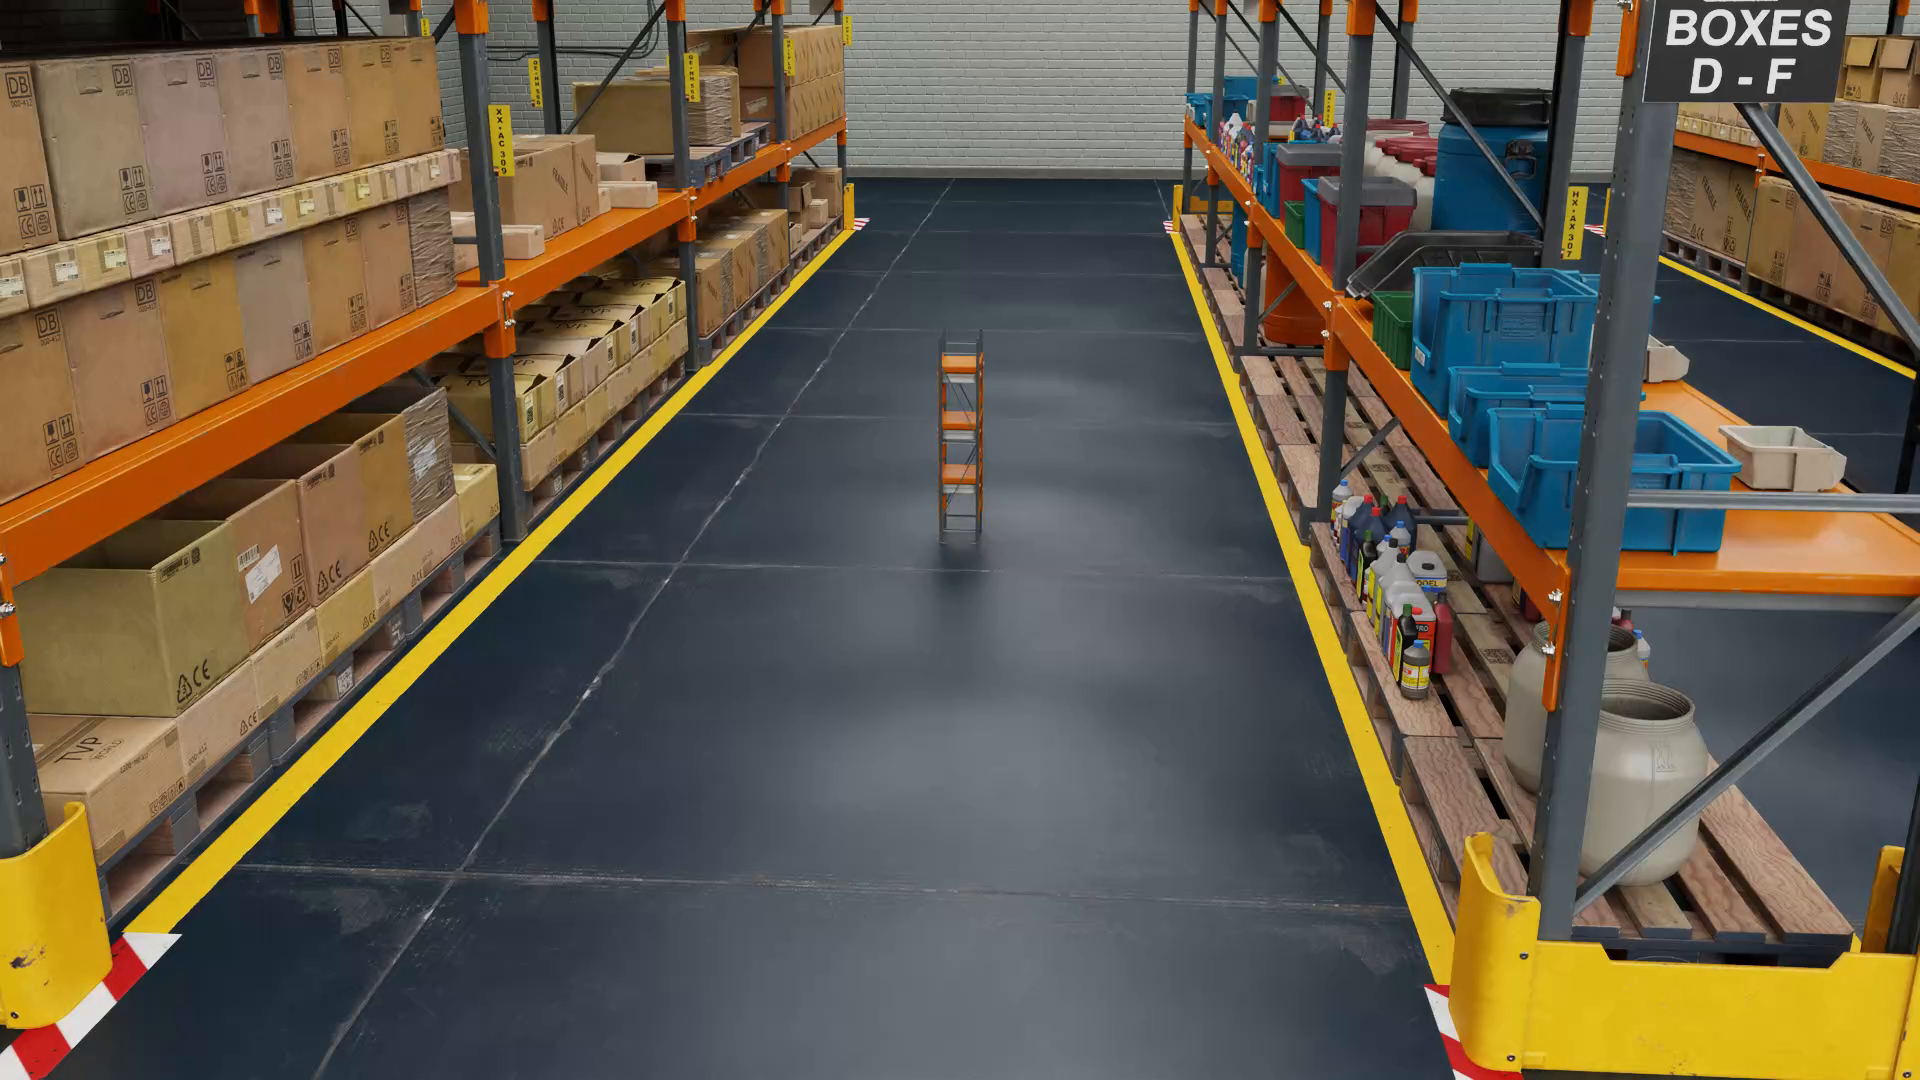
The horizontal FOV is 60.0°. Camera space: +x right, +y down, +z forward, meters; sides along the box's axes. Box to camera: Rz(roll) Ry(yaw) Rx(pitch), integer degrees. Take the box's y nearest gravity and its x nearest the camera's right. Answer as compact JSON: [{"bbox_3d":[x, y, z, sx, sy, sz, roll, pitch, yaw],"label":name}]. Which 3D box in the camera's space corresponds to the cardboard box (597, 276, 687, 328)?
[{"bbox_3d":[-2.209,-1.669,11.539,0.500,0.311,0.500,2,18,5],"label":"cardboard box"}]

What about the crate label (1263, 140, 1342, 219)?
[{"bbox_3d":[2.182,-2.280,10.507,0.502,0.435,0.616,1,18,4],"label":"crate label"}]

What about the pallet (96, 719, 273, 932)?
[{"bbox_3d":[-2.978,0.894,5.356,1.003,0.211,1.213,1,18,4],"label":"pallet"}]

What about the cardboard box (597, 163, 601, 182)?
[{"bbox_3d":[-2.674,-2.362,10.956,0.500,0.311,0.500,1,18,3],"label":"cardboard box"}]

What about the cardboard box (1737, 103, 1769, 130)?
[{"bbox_3d":[7.520,-3.911,15.303,0.500,0.250,0.500,1,18,3],"label":"cardboard box"}]

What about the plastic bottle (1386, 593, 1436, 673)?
[{"bbox_3d":[1.689,0.346,6.216,0.152,0.276,0.135,1,18,4],"label":"plastic bottle"}]

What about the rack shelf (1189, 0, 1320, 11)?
[{"bbox_3d":[2.953,-5.513,16.768,1.077,0.370,4.000,1,18,4],"label":"rack shelf"}]

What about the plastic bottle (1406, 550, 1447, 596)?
[{"bbox_3d":[1.870,0.189,6.695,0.152,0.276,0.135,1,18,4],"label":"plastic bottle"}]

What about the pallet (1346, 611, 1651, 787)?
[{"bbox_3d":[2.062,0.589,6.285,1.003,0.211,1.213,1,18,4],"label":"pallet"}]

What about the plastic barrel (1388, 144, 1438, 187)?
[{"bbox_3d":[2.576,-1.908,9.211,0.433,0.535,0.433,0,18,0],"label":"plastic barrel"}]

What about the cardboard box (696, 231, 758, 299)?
[{"bbox_3d":[-1.994,-2.314,13.976,0.500,0.500,0.500,1,18,2],"label":"cardboard box"}]

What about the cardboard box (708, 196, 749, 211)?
[{"bbox_3d":[-2.373,-3.124,16.448,0.500,0.500,0.500,1,18,4],"label":"cardboard box"}]

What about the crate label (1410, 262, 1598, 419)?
[{"bbox_3d":[1.812,-0.676,5.611,0.502,0.435,0.616,1,18,4],"label":"crate label"}]

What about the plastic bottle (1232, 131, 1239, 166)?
[{"bbox_3d":[2.271,-3.186,13.537,0.097,0.271,0.097,0,18,0],"label":"plastic bottle"}]

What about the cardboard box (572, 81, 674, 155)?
[{"bbox_3d":[-2.484,-3.123,12.300,0.700,0.500,0.500,-5,19,-15],"label":"cardboard box"}]

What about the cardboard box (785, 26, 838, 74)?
[{"bbox_3d":[-1.637,-5.383,18.269,0.500,0.500,0.500,2,18,5],"label":"cardboard box"}]

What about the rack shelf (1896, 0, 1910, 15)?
[{"bbox_3d":[7.607,-4.160,12.639,1.077,0.370,4.000,1,18,4],"label":"rack shelf"}]

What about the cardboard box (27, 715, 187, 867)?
[{"bbox_3d":[-2.730,0.753,5.050,0.500,0.250,0.500,1,18,4],"label":"cardboard box"}]

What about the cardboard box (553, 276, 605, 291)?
[{"bbox_3d":[-2.748,-1.681,11.576,0.500,0.311,0.500,2,18,6],"label":"cardboard box"}]

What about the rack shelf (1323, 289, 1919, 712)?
[{"bbox_3d":[2.093,-0.360,5.861,1.077,0.370,4.000,1,18,4],"label":"rack shelf"}]

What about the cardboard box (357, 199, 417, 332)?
[{"bbox_3d":[-2.761,-1.181,7.048,0.700,0.500,0.500,1,18,3],"label":"cardboard box"}]

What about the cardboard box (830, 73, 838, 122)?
[{"bbox_3d":[-1.638,-4.903,18.409,0.500,0.500,0.500,1,18,4],"label":"cardboard box"}]

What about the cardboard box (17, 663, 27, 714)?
[{"bbox_3d":[-3.223,0.586,5.560,0.500,0.250,0.500,1,18,4],"label":"cardboard box"}]

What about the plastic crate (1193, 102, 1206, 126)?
[{"bbox_3d":[2.635,-4.428,17.291,0.416,0.233,0.300,1,18,4],"label":"plastic crate"}]

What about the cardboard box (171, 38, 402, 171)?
[{"bbox_3d":[-2.764,-1.804,6.868,0.700,0.500,0.500,1,18,4],"label":"cardboard box"}]

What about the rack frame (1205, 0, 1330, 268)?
[{"bbox_3d":[2.810,-3.808,15.227,1.000,3.000,0.127,1,18,4],"label":"rack frame"}]

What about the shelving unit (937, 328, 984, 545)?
[{"bbox_3d":[0.004,-0.516,8.310,0.215,1.050,0.252,1,18,4],"label":"shelving unit"}]

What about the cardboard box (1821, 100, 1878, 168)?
[{"bbox_3d":[7.396,-3.296,13.504,0.500,0.500,0.500,1,18,3],"label":"cardboard box"}]

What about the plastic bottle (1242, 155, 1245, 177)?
[{"bbox_3d":[2.205,-2.865,12.667,0.097,0.201,0.097,0,18,0],"label":"plastic bottle"}]

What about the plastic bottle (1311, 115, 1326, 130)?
[{"bbox_3d":[3.057,-3.434,14.166,0.144,0.351,0.185,1,18,4],"label":"plastic bottle"}]

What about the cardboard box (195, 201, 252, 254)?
[{"bbox_3d":[-2.657,-1.066,5.656,0.380,0.149,0.250,1,18,3],"label":"cardboard box"}]

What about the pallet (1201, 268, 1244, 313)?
[{"bbox_3d":[2.713,-2.244,14.933,1.003,0.211,1.213,1,18,4],"label":"pallet"}]

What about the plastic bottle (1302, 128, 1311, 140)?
[{"bbox_3d":[2.906,-3.302,13.891,0.097,0.271,0.097,0,18,0],"label":"plastic bottle"}]

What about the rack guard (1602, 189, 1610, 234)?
[{"bbox_3d":[8.039,-3.759,19.093,1.175,0.500,0.348,1,18,4],"label":"rack guard"}]

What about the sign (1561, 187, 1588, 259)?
[{"bbox_3d":[2.784,-1.439,7.553,0.100,0.325,0.005,1,18,4],"label":"sign"}]

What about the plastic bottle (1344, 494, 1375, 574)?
[{"bbox_3d":[1.765,-0.032,7.252,0.144,0.351,0.185,2,18,5],"label":"plastic bottle"}]

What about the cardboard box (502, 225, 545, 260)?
[{"bbox_3d":[-2.437,-1.586,8.850,0.380,0.149,0.250,1,18,4],"label":"cardboard box"}]

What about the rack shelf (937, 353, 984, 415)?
[{"bbox_3d":[0.004,-0.775,8.225,0.215,0.259,0.240,1,18,4],"label":"rack shelf"}]

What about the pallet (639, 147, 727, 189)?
[{"bbox_3d":[-2.439,-2.798,12.454,1.213,0.211,1.003,1,18,4],"label":"pallet"}]

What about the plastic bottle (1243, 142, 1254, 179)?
[{"bbox_3d":[2.198,-2.868,12.564,0.097,0.271,0.097,0,18,0],"label":"plastic bottle"}]

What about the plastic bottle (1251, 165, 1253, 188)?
[{"bbox_3d":[2.153,-2.642,11.987,0.097,0.201,0.097,0,18,0],"label":"plastic bottle"}]

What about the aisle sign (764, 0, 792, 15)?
[{"bbox_3d":[-2.132,-6.425,19.039,0.394,0.787,0.004,1,18,4],"label":"aisle sign"}]

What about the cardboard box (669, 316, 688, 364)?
[{"bbox_3d":[-2.212,-1.401,11.624,0.500,0.250,0.500,2,18,5],"label":"cardboard box"}]

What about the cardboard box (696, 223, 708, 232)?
[{"bbox_3d":[-2.479,-2.475,14.467,0.500,0.500,0.500,2,18,5],"label":"cardboard box"}]

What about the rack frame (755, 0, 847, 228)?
[{"bbox_3d":[-1.844,-5.162,19.360,1.000,3.000,0.127,1,18,4],"label":"rack frame"}]

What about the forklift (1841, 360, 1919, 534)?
[{"bbox_3d":[4.753,-1.067,6.973,1.130,2.935,3.031,3,18,8],"label":"forklift"}]

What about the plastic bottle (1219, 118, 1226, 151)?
[{"bbox_3d":[2.349,-3.607,14.800,0.061,0.283,0.133,1,18,4],"label":"plastic bottle"}]

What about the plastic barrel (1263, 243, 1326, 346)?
[{"bbox_3d":[2.541,-1.886,12.173,0.600,0.830,0.708,1,18,4],"label":"plastic barrel"}]

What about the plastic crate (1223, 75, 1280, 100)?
[{"bbox_3d":[3.259,-4.987,18.674,0.616,0.435,0.499,1,18,4],"label":"plastic crate"}]

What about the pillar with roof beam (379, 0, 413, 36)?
[{"bbox_3d":[-3.160,-8.884,21.084,9.100,9.000,0.400,1,18,4],"label":"pillar with roof beam"}]

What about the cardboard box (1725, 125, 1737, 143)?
[{"bbox_3d":[7.482,-3.840,15.727,0.380,0.149,0.250,1,18,3],"label":"cardboard box"}]

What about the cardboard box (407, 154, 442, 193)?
[{"bbox_3d":[-2.529,-1.625,7.362,0.380,0.149,0.250,1,18,3],"label":"cardboard box"}]
